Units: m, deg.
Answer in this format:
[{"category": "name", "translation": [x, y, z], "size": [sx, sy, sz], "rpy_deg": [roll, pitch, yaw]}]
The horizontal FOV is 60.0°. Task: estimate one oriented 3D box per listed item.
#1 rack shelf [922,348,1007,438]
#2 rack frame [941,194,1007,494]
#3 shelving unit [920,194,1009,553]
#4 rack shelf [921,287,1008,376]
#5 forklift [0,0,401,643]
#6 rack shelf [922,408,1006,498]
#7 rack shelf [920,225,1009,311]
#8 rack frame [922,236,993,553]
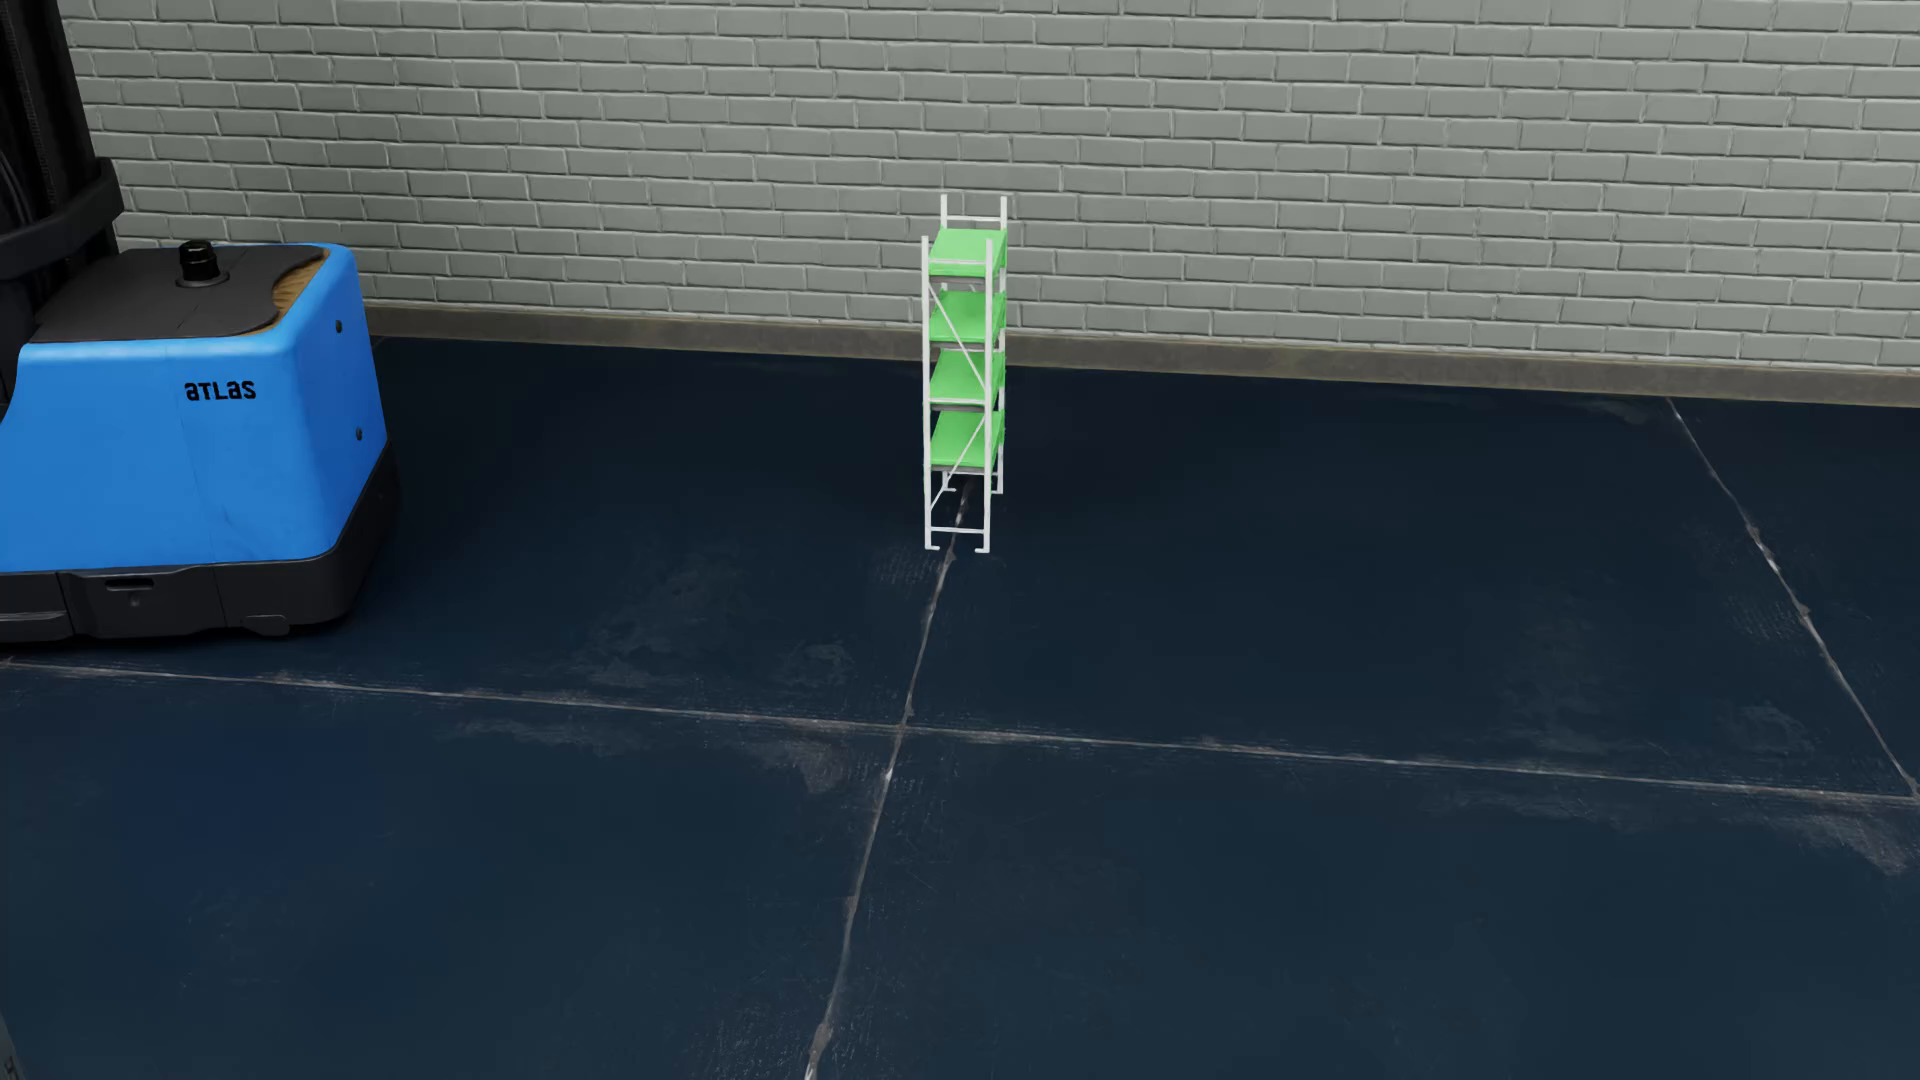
[{"category": "rack shelf", "translation": [0.020, -0.550, 6.140], "size": [0.258, 0.148, 0.480], "rpy_deg": [3, 28, 6]}, {"category": "rack frame", "translation": [0.050, -0.721, 6.323], "size": [0.240, 1.200, 0.015], "rpy_deg": [3, 28, 6]}, {"category": "shelving unit", "translation": [0.020, -0.606, 6.110], "size": [0.258, 1.200, 0.503], "rpy_deg": [3, 28, 6]}, {"category": "rack shelf", "translation": [0.020, -0.761, 6.027], "size": [0.258, 0.148, 0.480], "rpy_deg": [3, 28, 6]}, {"category": "forklift", "translation": [-3.626, -1.132, 5.260], "size": [3.031, 2.935, 1.130], "rpy_deg": [-3, 28, -5]}, {"category": "rack shelf", "translation": [0.020, -0.339, 6.254], "size": [0.258, 0.148, 0.480], "rpy_deg": [3, 28, 6]}, {"category": "rack shelf", "translation": [0.020, -0.972, 5.913], "size": [0.258, 0.148, 0.480], "rpy_deg": [3, 28, 6]}, {"category": "rack frame", "translation": [-0.010, -0.491, 5.897], "size": [0.240, 1.200, 0.015], "rpy_deg": [3, 28, 6]}]
